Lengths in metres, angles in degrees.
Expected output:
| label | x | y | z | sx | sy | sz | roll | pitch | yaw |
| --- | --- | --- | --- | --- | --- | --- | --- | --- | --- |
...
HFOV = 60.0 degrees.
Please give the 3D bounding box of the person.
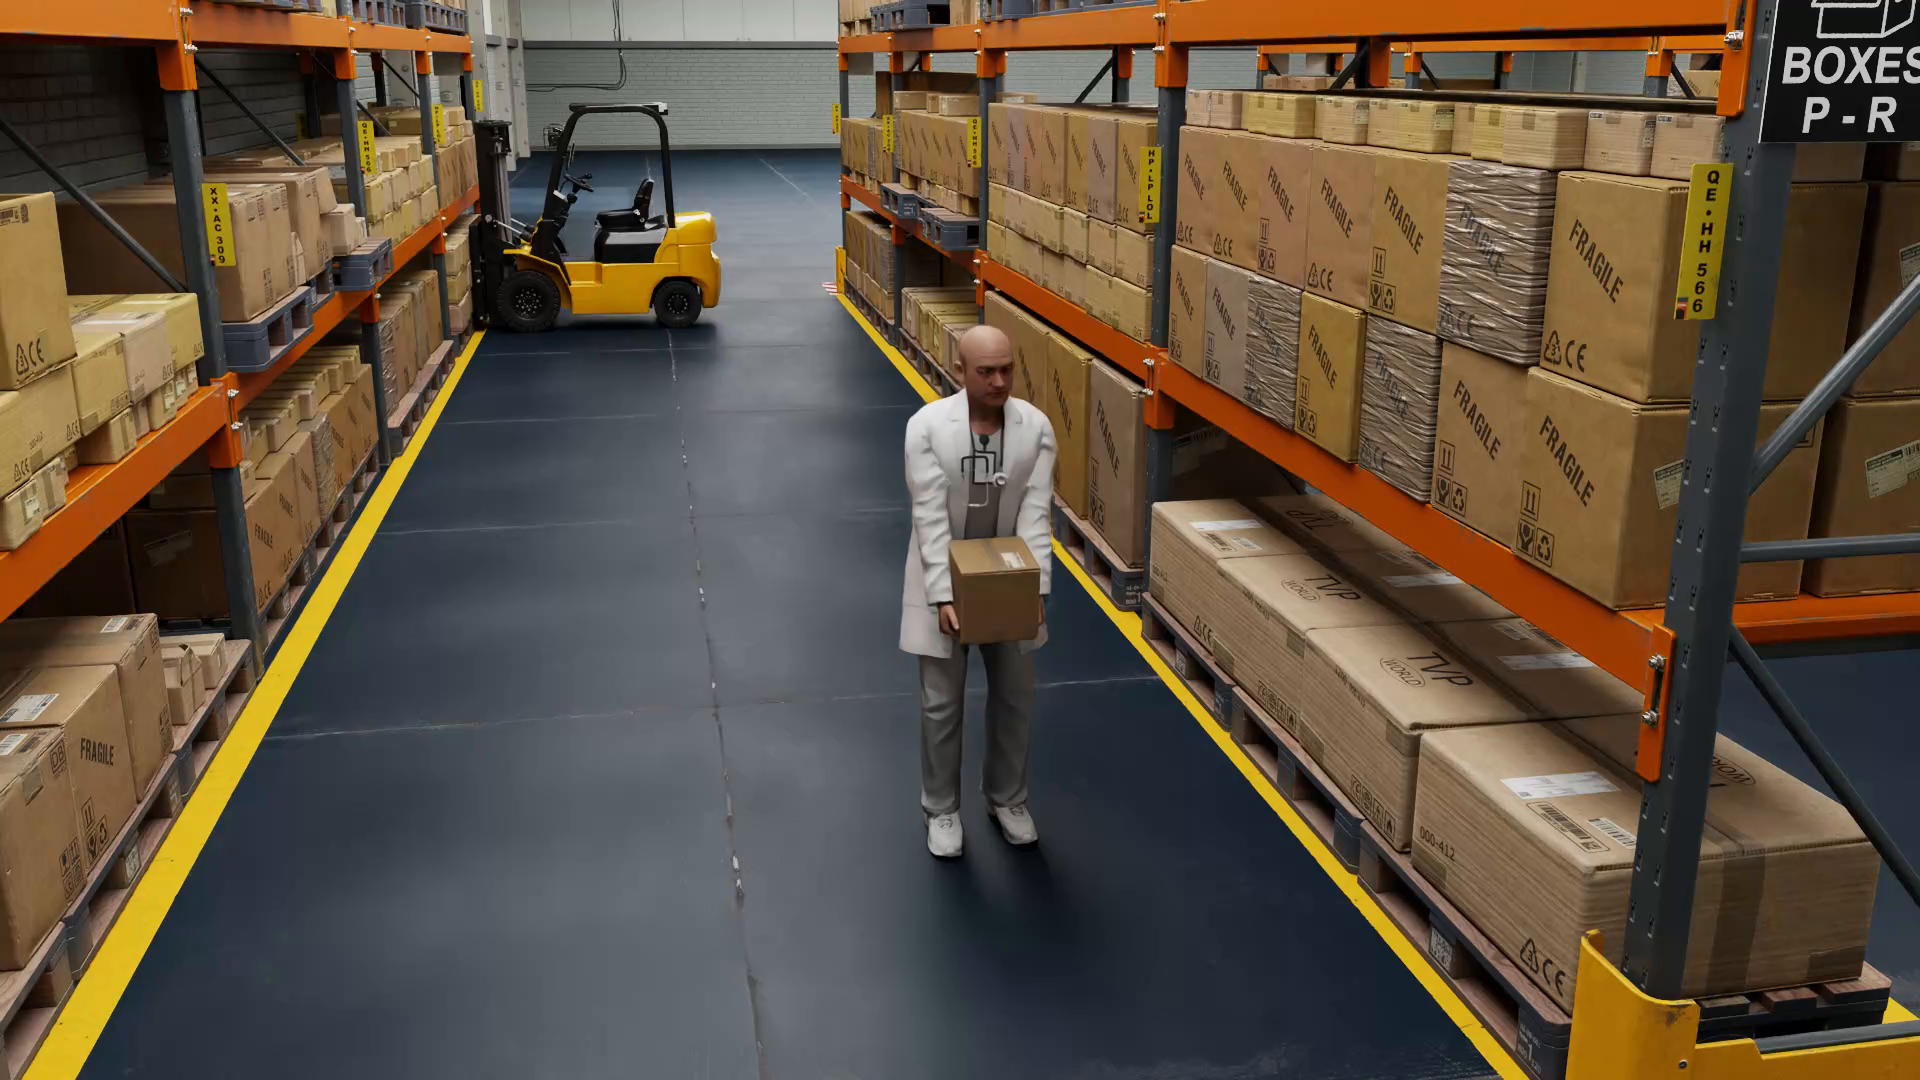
| label | x | y | z | sx | sy | sz | roll | pitch | yaw |
| --- | --- | --- | --- | --- | --- | --- | --- | --- | --- |
| person | 0.074 | 0.232 | 5.587 | 0.651 | 1.590 | 0.428 | -4 | 17 | -14 |
